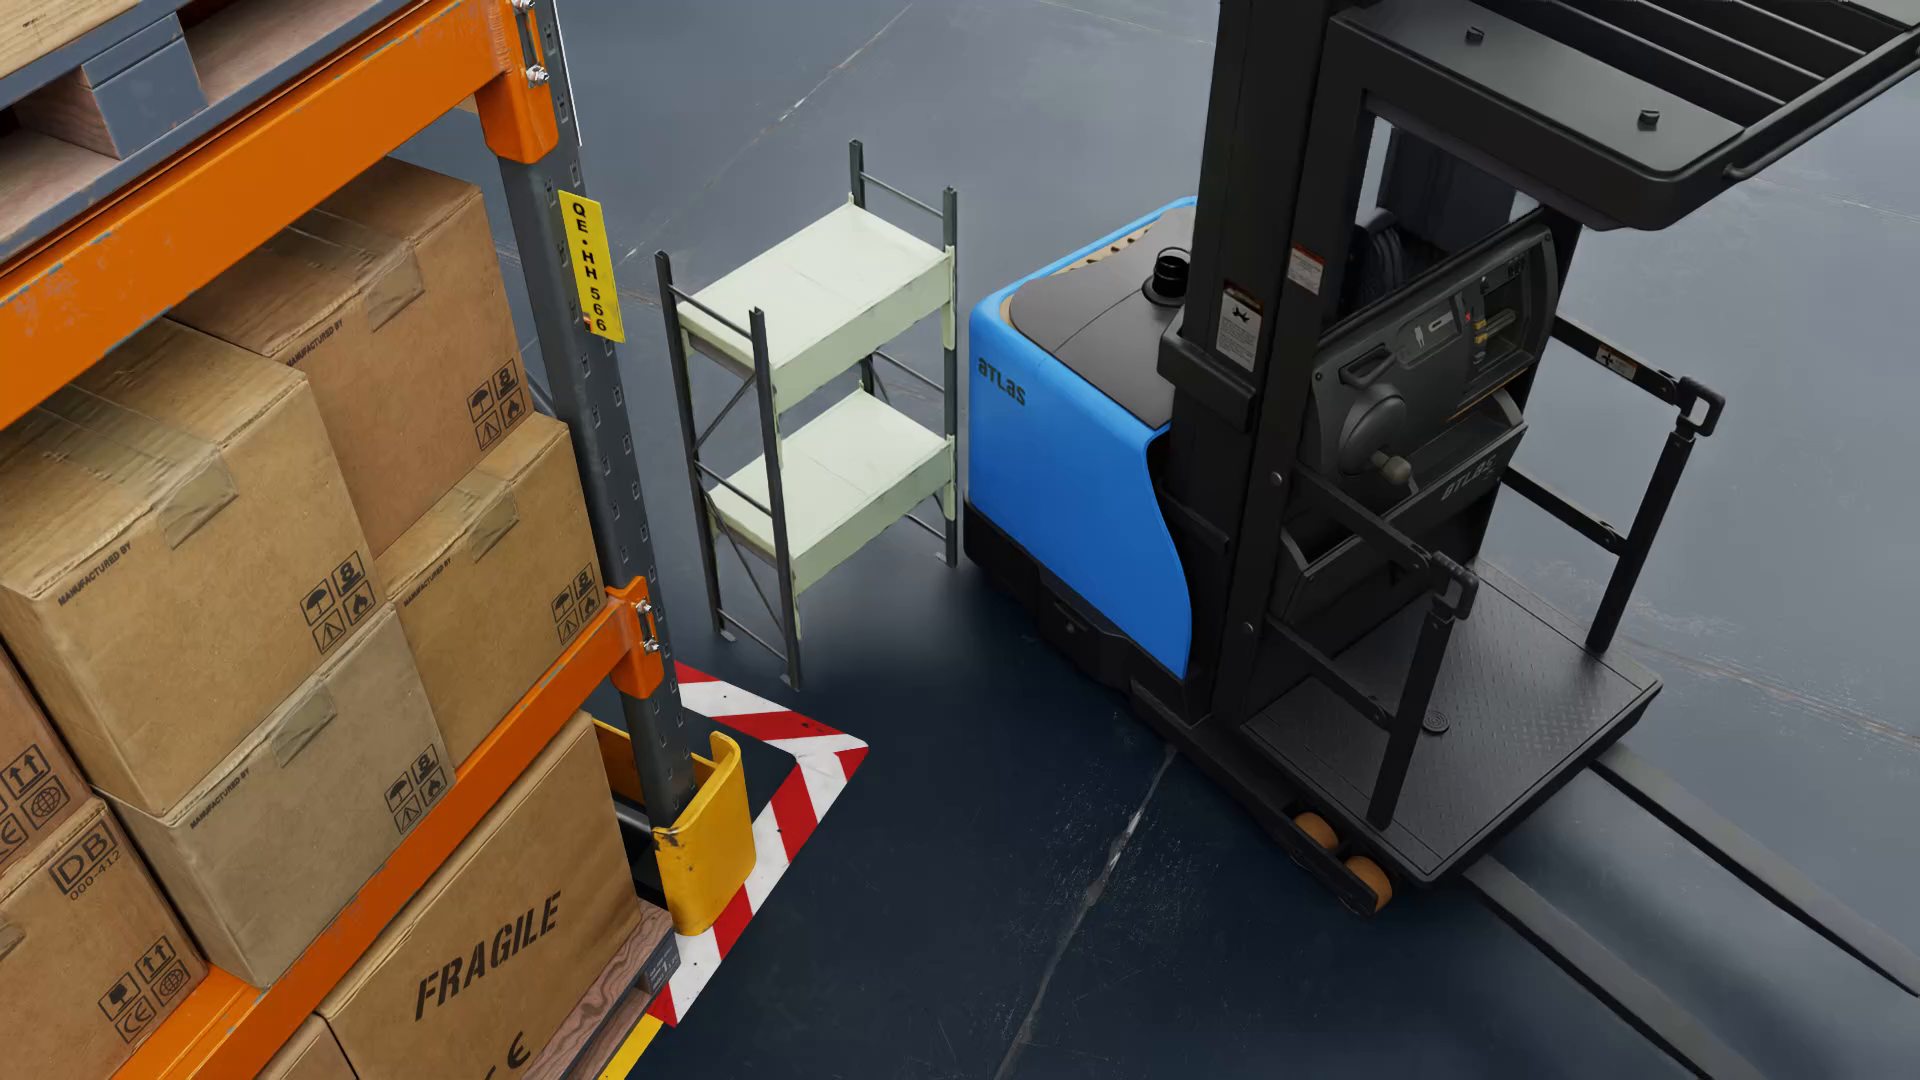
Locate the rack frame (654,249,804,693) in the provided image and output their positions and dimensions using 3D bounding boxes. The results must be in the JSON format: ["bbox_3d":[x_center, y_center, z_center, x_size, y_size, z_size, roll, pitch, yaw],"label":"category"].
[{"bbox_3d":[-0.653,-0.142,4.836,0.400,1.500,0.023,33,54,28],"label":"rack frame"}]

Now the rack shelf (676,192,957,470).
[{"bbox_3d":[-0.408,-0.610,4.750,0.431,0.370,0.720,33,54,28],"label":"rack shelf"}]

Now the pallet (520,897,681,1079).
[{"bbox_3d":[-1.479,1.295,4.322,1.003,0.211,1.213,20,49,19],"label":"pallet"}]

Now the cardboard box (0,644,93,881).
[{"bbox_3d":[-1.938,0.259,2.521,0.875,0.550,0.550,20,49,19],"label":"cardboard box"}]

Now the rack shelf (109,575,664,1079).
[{"bbox_3d":[-2.106,1.298,2.864,1.077,0.370,4.000,20,49,19],"label":"rack shelf"}]

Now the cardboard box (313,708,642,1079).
[{"bbox_3d":[-1.433,0.834,4.016,0.875,0.875,0.875,21,49,19],"label":"cardboard box"}]

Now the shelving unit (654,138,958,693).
[{"bbox_3d":[-0.408,-0.336,5.027,0.431,1.500,0.755,33,54,28],"label":"shelving unit"}]

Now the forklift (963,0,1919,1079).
[{"bbox_3d":[1.337,-0.383,4.067,1.130,2.935,3.031,-31,53,-27],"label":"forklift"}]

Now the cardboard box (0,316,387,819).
[{"bbox_3d":[-1.557,-0.049,2.825,0.875,0.550,0.550,20,49,19],"label":"cardboard box"}]

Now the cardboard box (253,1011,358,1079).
[{"bbox_3d":[-1.840,1.389,3.467,0.875,0.875,0.875,20,49,18],"label":"cardboard box"}]

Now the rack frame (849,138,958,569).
[{"bbox_3d":[-0.164,-0.529,5.219,0.400,1.500,0.023,33,54,28],"label":"rack frame"}]

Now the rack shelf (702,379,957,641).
[{"bbox_3d":[-0.408,-0.107,5.259,0.431,0.370,0.720,33,54,28],"label":"rack shelf"}]

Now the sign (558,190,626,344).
[{"bbox_3d":[-0.703,-0.517,3.171,0.100,0.325,0.005,20,49,19],"label":"sign"}]

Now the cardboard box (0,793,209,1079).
[{"bbox_3d":[-1.916,0.646,2.897,0.875,0.550,0.550,20,49,19],"label":"cardboard box"}]

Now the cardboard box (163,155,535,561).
[{"bbox_3d":[-1.384,-0.426,3.197,0.875,0.550,0.550,20,49,19],"label":"cardboard box"}]

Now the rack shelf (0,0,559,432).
[{"bbox_3d":[-2.106,0.244,1.797,1.077,0.370,4.000,20,49,19],"label":"rack shelf"}]

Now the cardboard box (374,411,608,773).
[{"bbox_3d":[-1.309,-0.019,3.554,0.875,0.550,0.550,20,49,19],"label":"cardboard box"}]

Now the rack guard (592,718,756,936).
[{"bbox_3d":[-1.166,0.649,4.757,1.175,0.500,0.348,20,49,19],"label":"rack guard"}]

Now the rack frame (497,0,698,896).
[{"bbox_3d":[-1.177,-0.215,3.853,1.000,3.000,0.127,20,49,19],"label":"rack frame"}]

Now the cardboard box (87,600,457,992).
[{"bbox_3d":[-1.545,0.335,3.204,0.875,0.550,0.550,20,49,19],"label":"cardboard box"}]

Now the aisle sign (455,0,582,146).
[{"bbox_3d":[-0.879,-1.074,2.875,0.394,0.787,0.004,20,49,19],"label":"aisle sign"}]
